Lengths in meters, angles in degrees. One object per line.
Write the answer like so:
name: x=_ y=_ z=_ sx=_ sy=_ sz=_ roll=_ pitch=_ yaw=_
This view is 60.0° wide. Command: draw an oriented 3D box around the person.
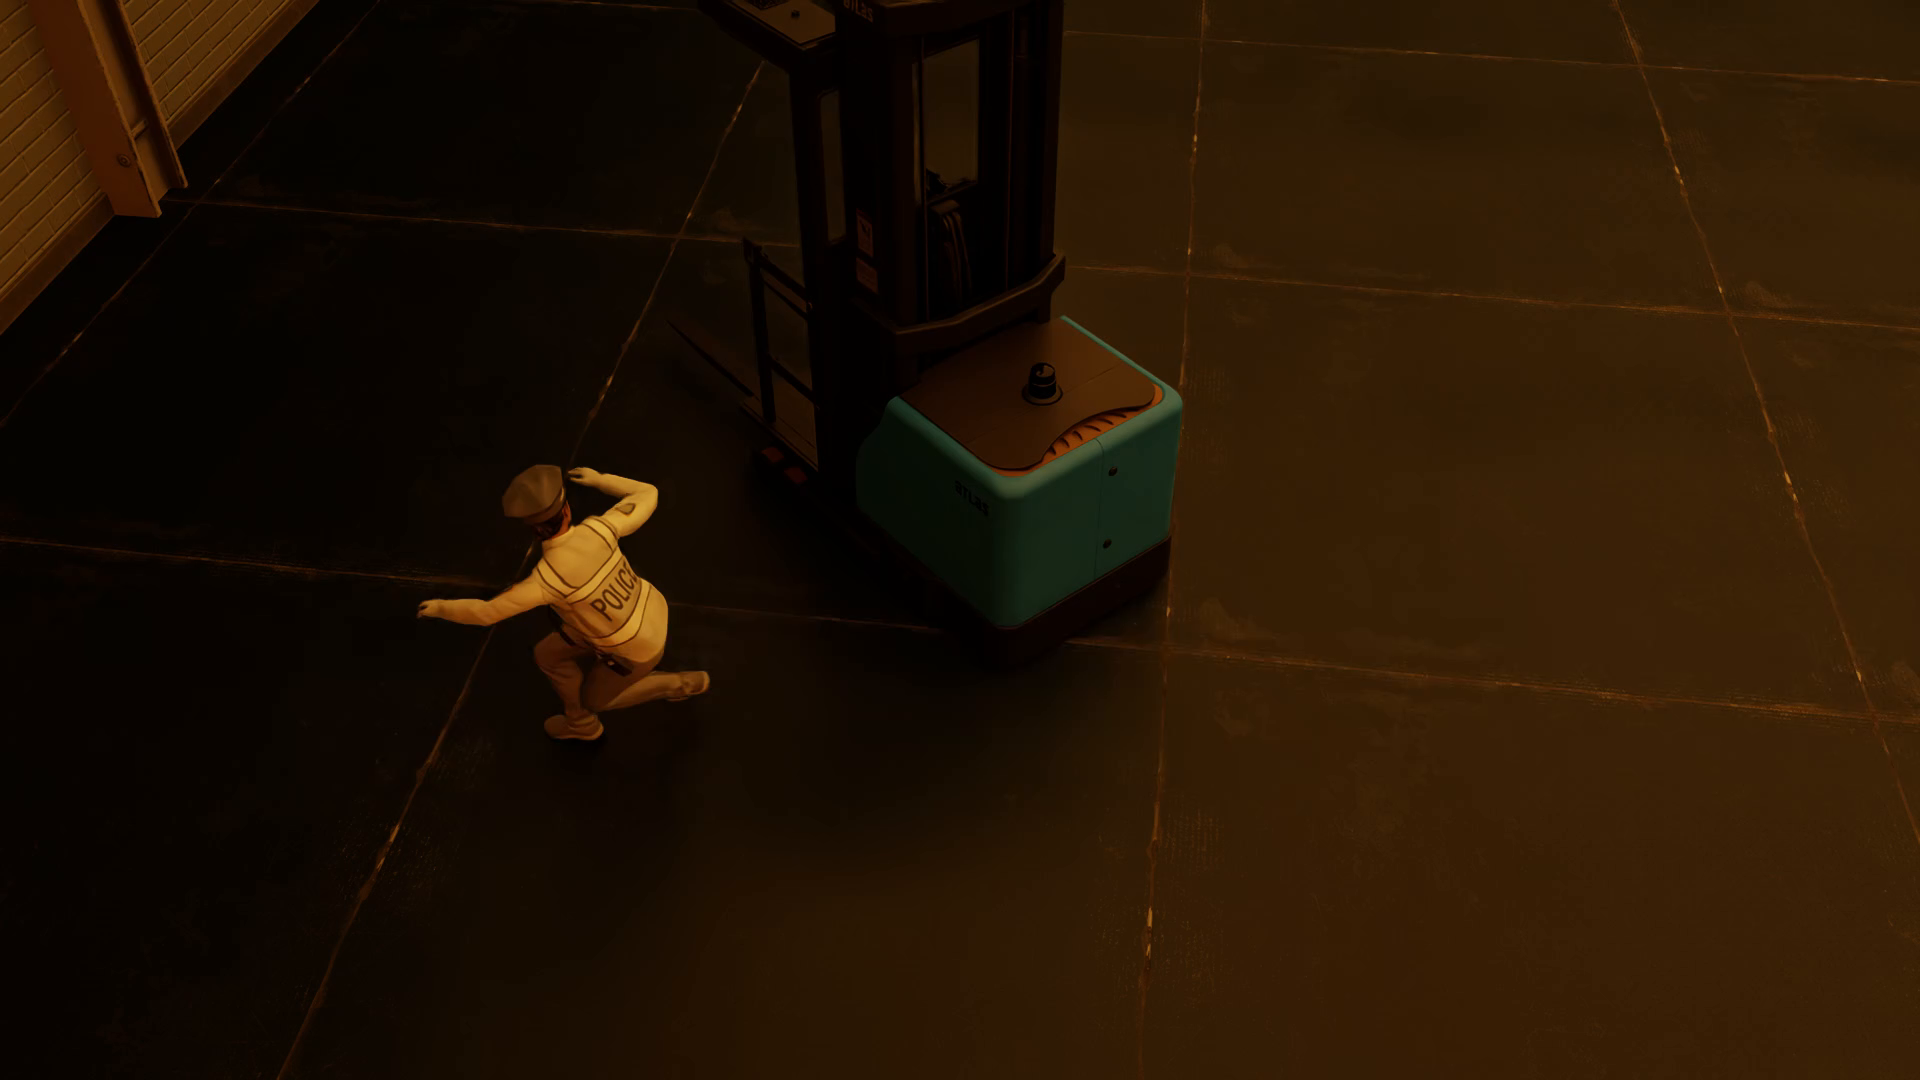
person: x=-1.568 y=0.241 z=6.607 sx=1.047 sy=1.423 sz=0.760 roll=3 pitch=43 yaw=3

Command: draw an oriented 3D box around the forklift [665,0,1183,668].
forklift: x=-0.362 y=-1.463 z=7.317 sx=1.130 sy=2.935 sz=3.031 roll=-29 pitch=50 yaw=-28
